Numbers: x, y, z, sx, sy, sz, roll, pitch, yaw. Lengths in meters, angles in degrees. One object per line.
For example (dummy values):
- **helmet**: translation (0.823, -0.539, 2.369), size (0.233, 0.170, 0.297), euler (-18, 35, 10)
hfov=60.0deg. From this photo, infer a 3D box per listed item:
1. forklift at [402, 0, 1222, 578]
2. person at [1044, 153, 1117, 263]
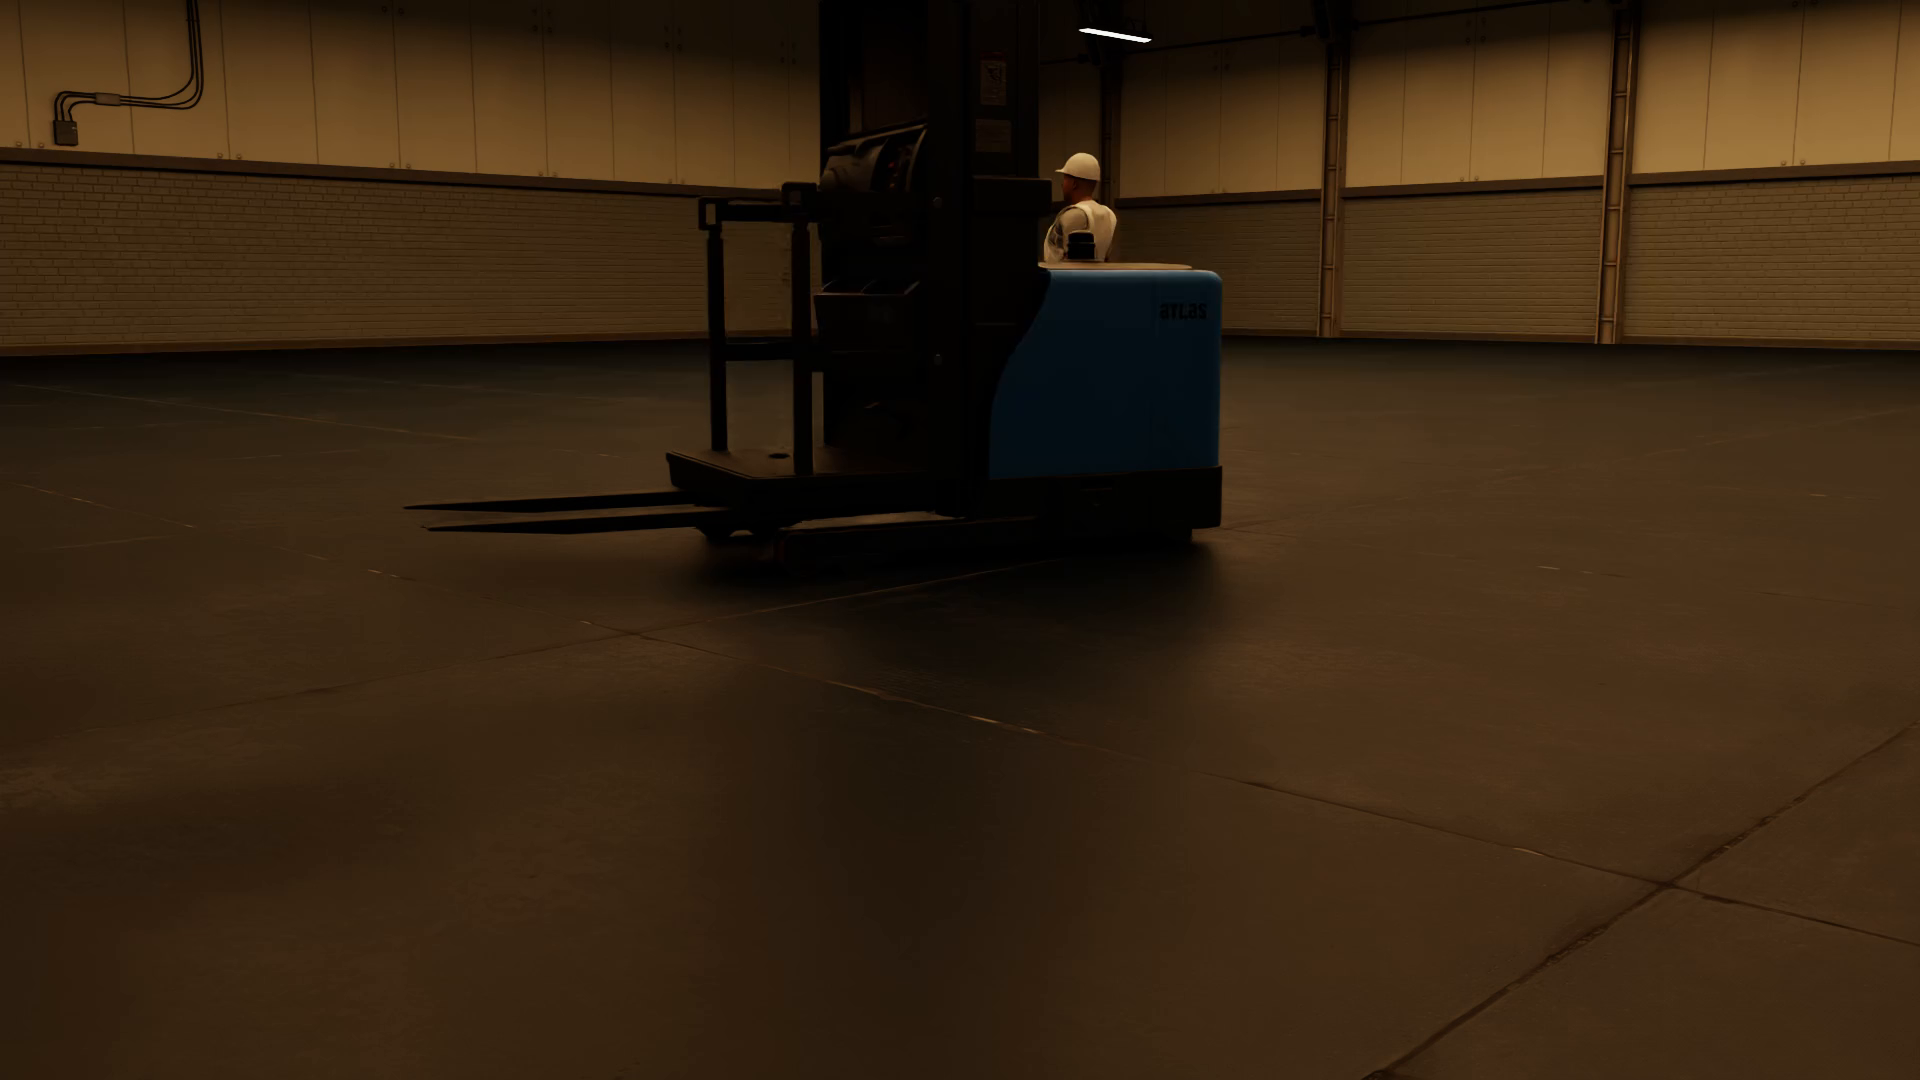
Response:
- **forklift**: translation (-0.521, -1.406, 6.213), size (3.031, 2.935, 1.130), euler (-4, 9, -25)
- **person**: translation (0.678, -1.367, 9.811), size (0.377, 1.788, 0.568), euler (4, 10, 27)
